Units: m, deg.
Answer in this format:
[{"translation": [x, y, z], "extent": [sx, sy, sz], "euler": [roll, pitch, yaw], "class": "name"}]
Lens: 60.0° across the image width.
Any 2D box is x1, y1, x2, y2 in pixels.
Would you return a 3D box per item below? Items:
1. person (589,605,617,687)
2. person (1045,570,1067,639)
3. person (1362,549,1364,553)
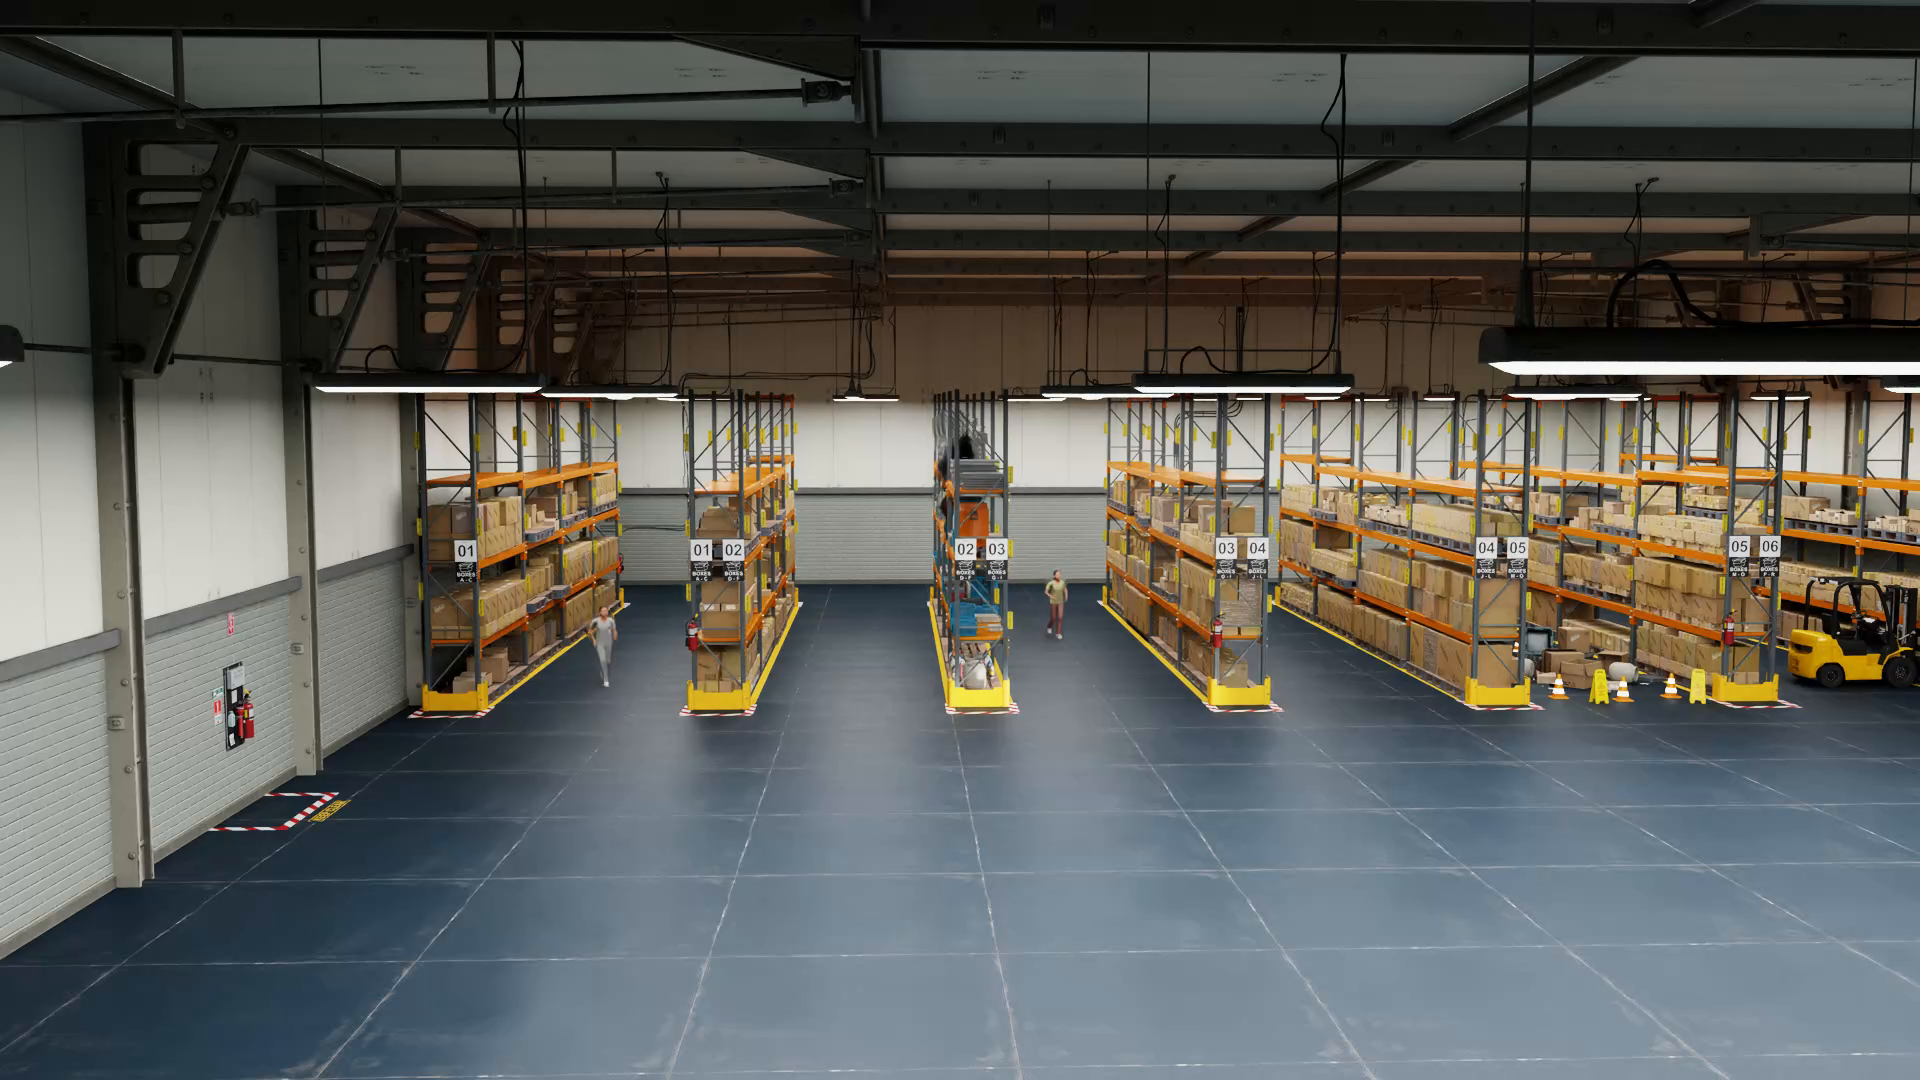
[{"translation": [-7.317, 2.138, 34.046], "extent": [0.550, 1.642, 0.818], "euler": [-2, 5, -25], "class": "person"}, {"translation": [2.373, 1.566, 40.886], "extent": [0.601, 1.670, 0.794], "euler": [-1, 5, -15], "class": "person"}, {"translation": [11.432, 1.035, 47.392], "extent": [0.534, 1.593, 0.890], "euler": [-4, 6, -38], "class": "person"}]
